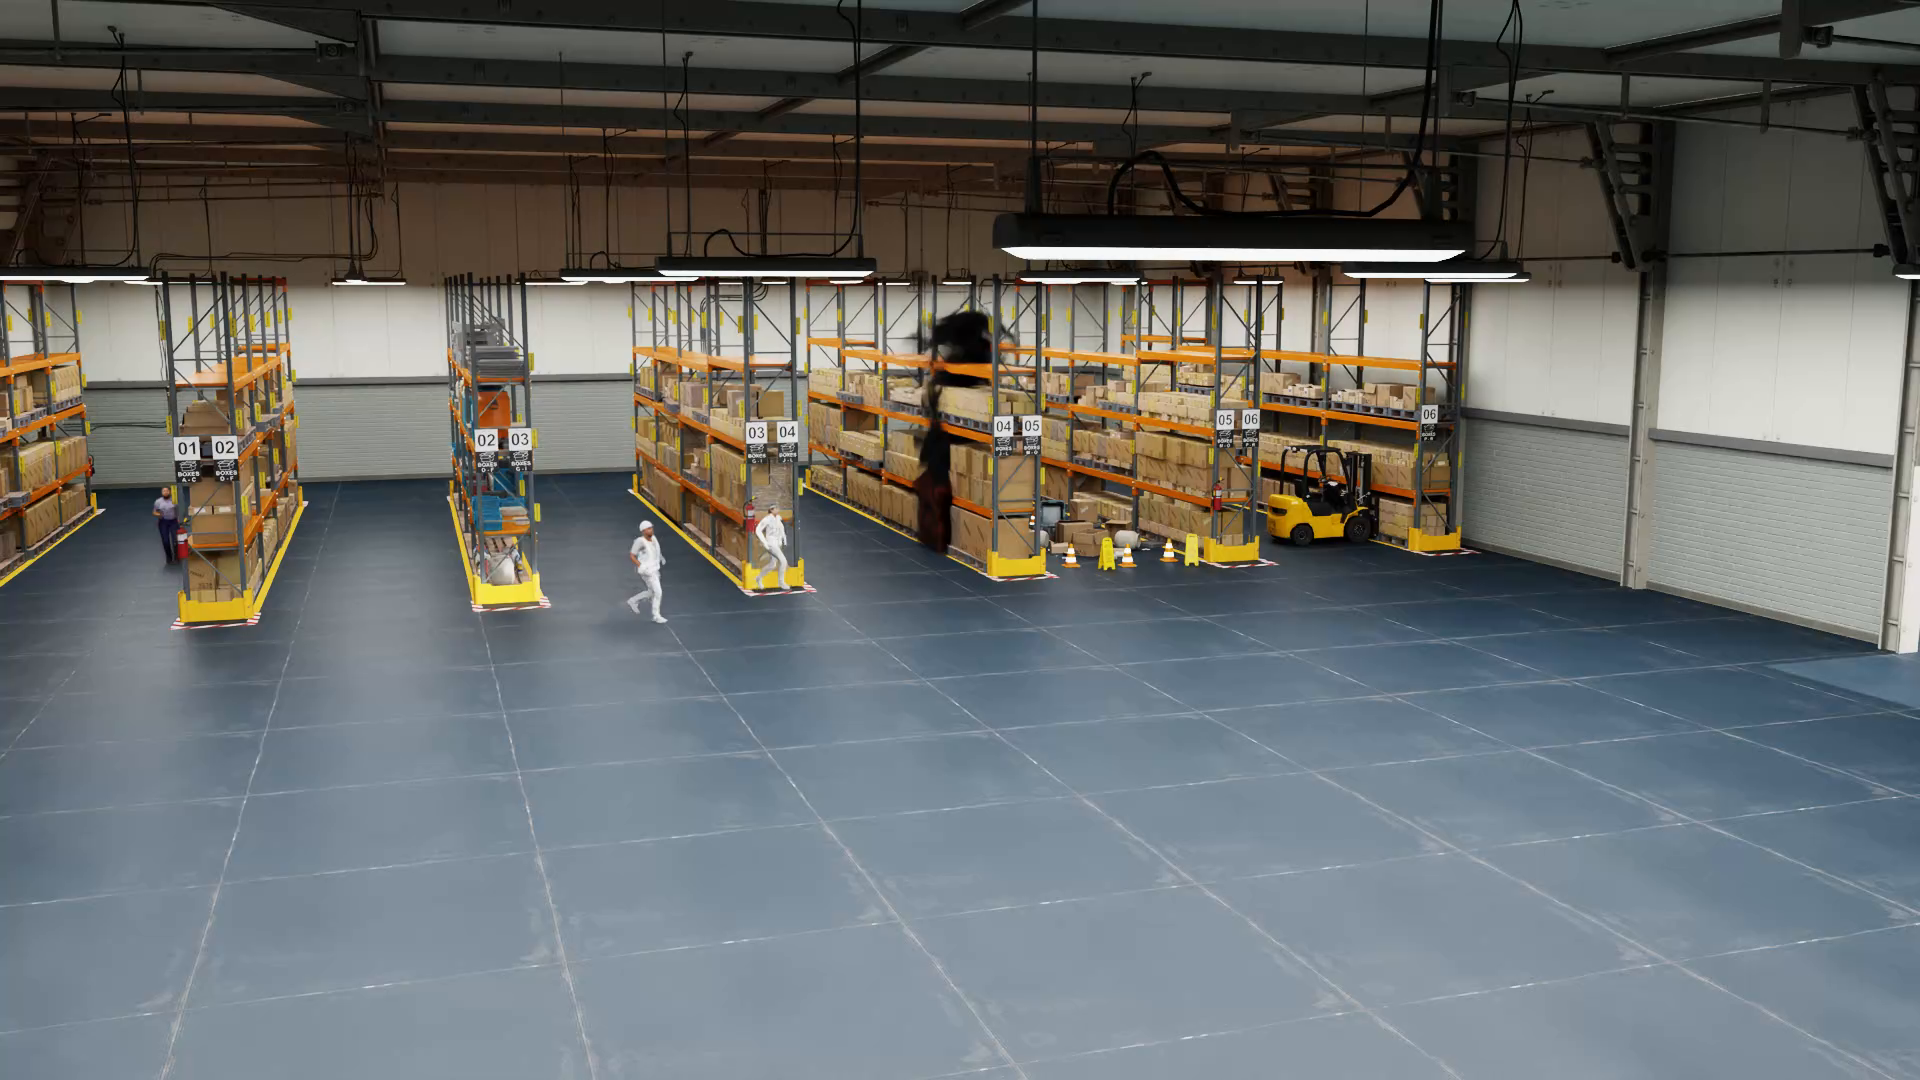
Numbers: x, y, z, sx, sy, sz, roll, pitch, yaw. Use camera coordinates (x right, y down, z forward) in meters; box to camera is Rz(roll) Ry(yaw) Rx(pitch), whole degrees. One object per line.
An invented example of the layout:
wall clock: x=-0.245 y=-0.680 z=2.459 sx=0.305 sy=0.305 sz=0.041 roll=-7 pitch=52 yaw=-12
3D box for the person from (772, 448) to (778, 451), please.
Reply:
person: x=-5.078 y=-2.032 z=46.249 sx=0.561 sy=1.586 sz=0.698 roll=-1 pitch=9 yaw=-9

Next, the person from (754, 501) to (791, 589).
person: x=-3.448 y=0.104 z=30.582 sx=0.813 sy=1.668 sz=0.640 roll=5 pitch=10 yaw=28

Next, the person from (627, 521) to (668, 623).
person: x=-5.417 y=0.541 z=28.740 sx=0.765 sy=1.770 sz=0.674 roll=3 pitch=9 yaw=16

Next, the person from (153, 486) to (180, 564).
person: x=-16.502 y=-0.298 z=34.700 sx=0.587 sy=1.640 sz=0.610 roll=-3 pitch=9 yaw=-21
